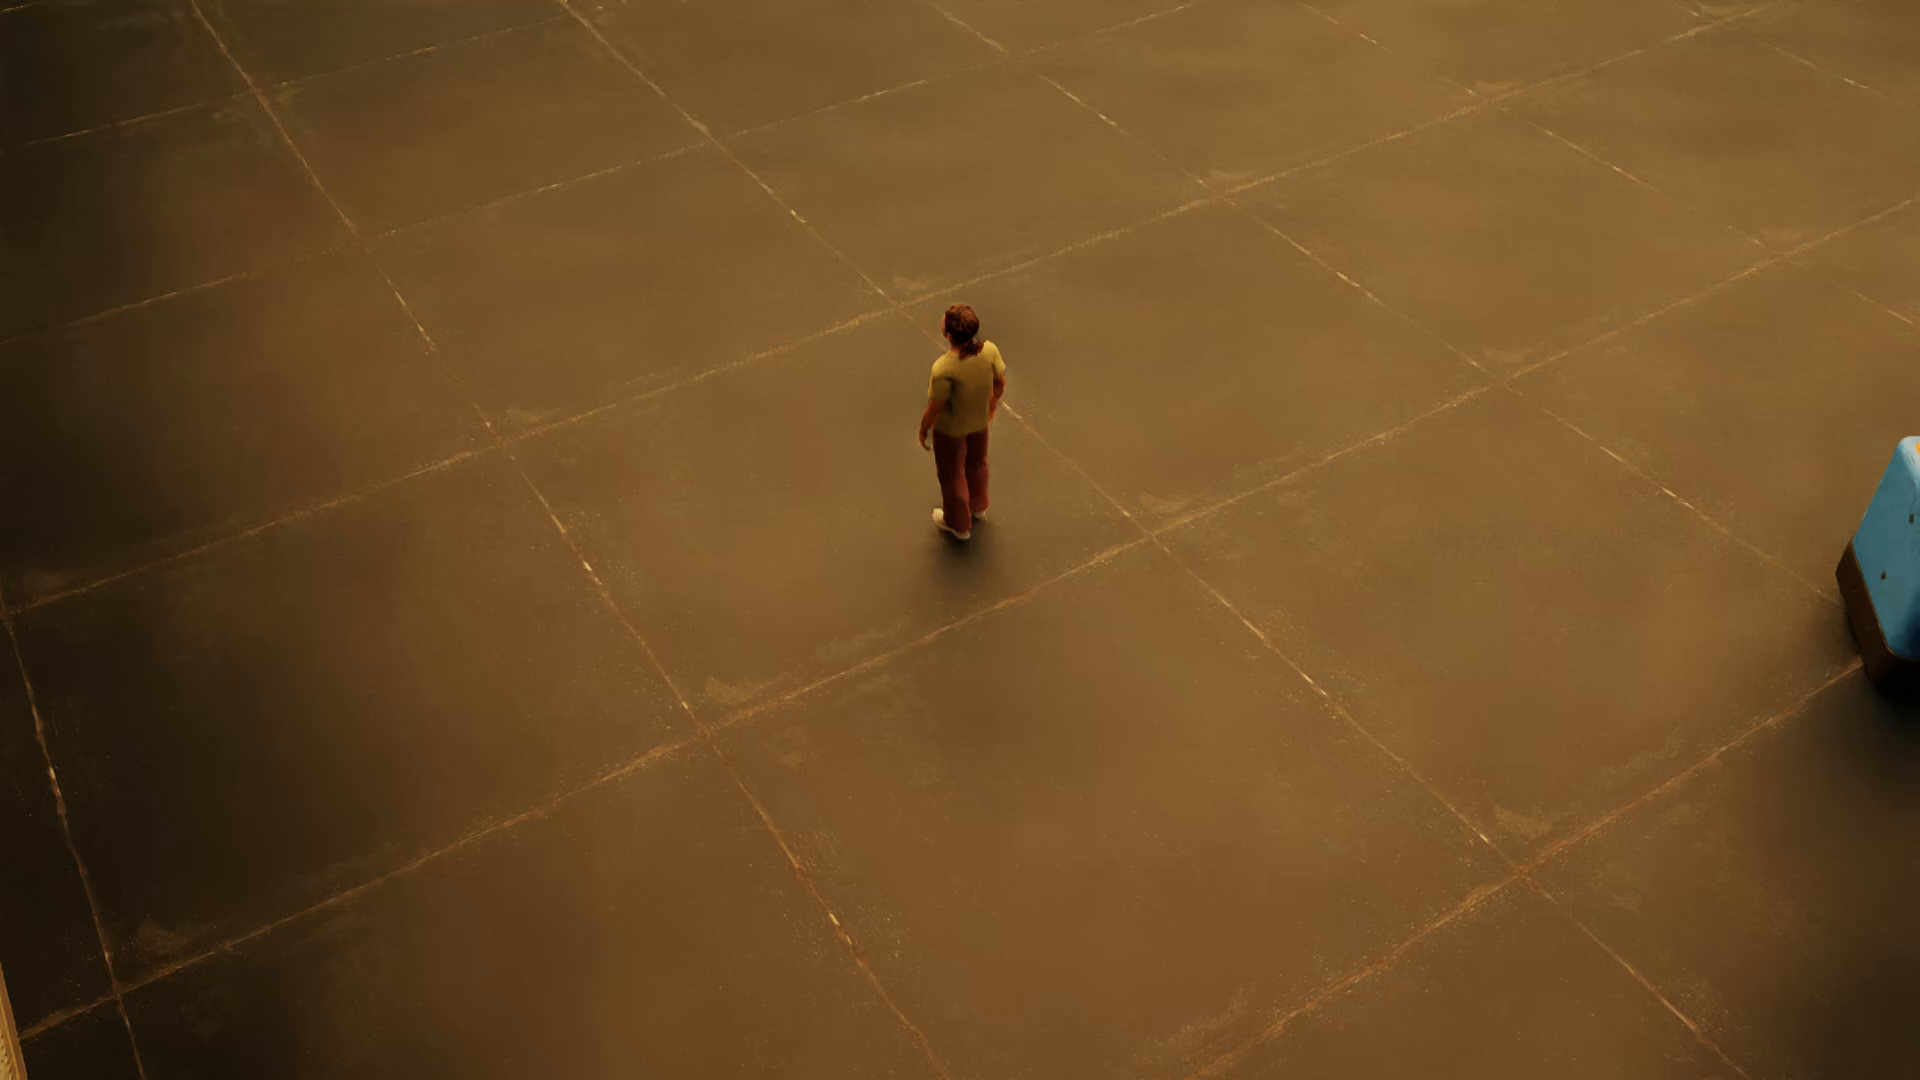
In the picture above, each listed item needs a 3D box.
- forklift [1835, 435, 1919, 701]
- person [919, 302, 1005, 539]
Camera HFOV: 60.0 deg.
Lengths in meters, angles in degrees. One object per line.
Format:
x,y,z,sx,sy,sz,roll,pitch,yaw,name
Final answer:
6.560,-0.407,8.337,3.031,2.935,1.130,6,42,7,forklift
-0.030,-0.711,9.567,0.554,1.673,0.549,-23,46,-24,person
